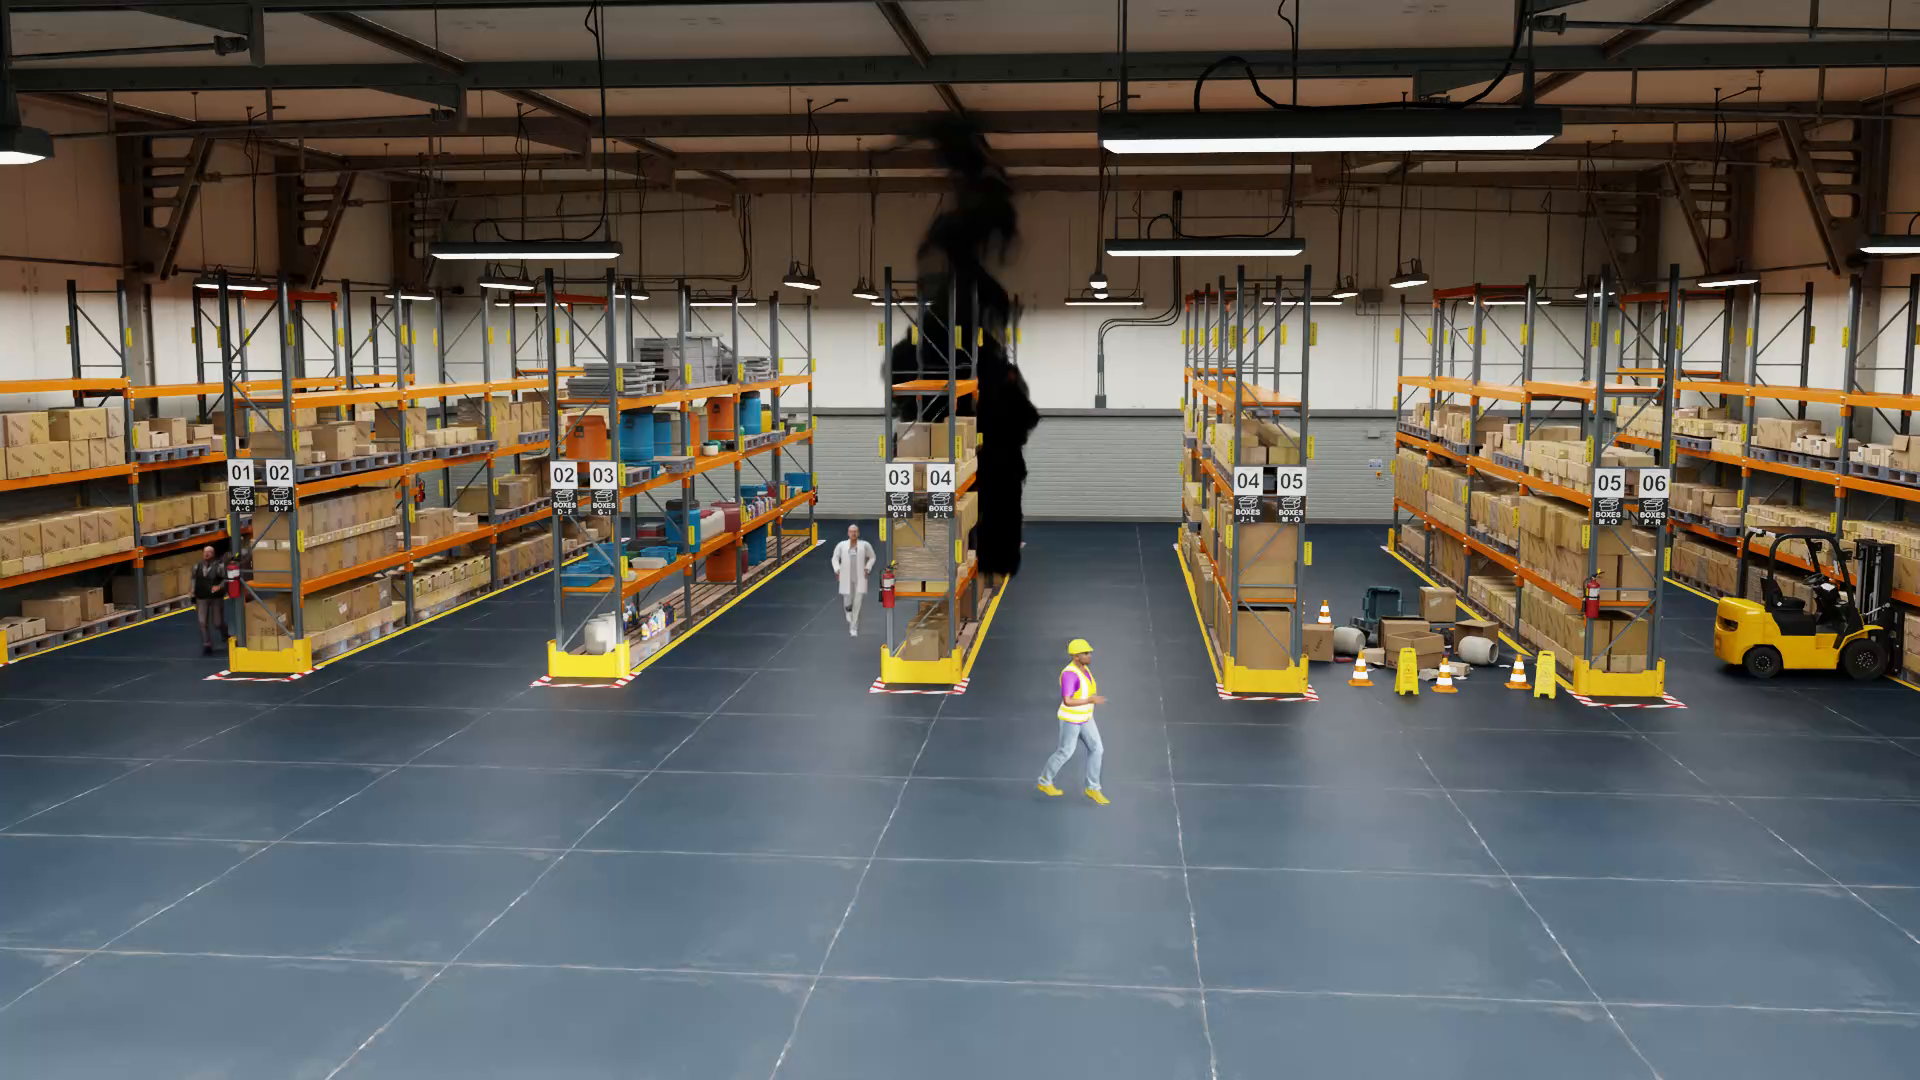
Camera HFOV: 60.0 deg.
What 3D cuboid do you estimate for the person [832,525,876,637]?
[{"bbox_3d":[-1.690,0.633,26.542,0.711,1.754,0.756,0,7,-3],"label":"person"}]

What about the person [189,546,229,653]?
[{"bbox_3d":[-12.010,0.940,26.635,0.666,1.682,0.754,-1,7,-7],"label":"person"}]

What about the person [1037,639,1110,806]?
[{"bbox_3d":[1.240,1.960,17.897,0.841,1.815,0.635,4,8,31],"label":"person"}]

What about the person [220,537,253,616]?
[{"bbox_3d":[-11.793,0.807,27.358,0.726,1.799,0.953,2,7,13],"label":"person"}]
